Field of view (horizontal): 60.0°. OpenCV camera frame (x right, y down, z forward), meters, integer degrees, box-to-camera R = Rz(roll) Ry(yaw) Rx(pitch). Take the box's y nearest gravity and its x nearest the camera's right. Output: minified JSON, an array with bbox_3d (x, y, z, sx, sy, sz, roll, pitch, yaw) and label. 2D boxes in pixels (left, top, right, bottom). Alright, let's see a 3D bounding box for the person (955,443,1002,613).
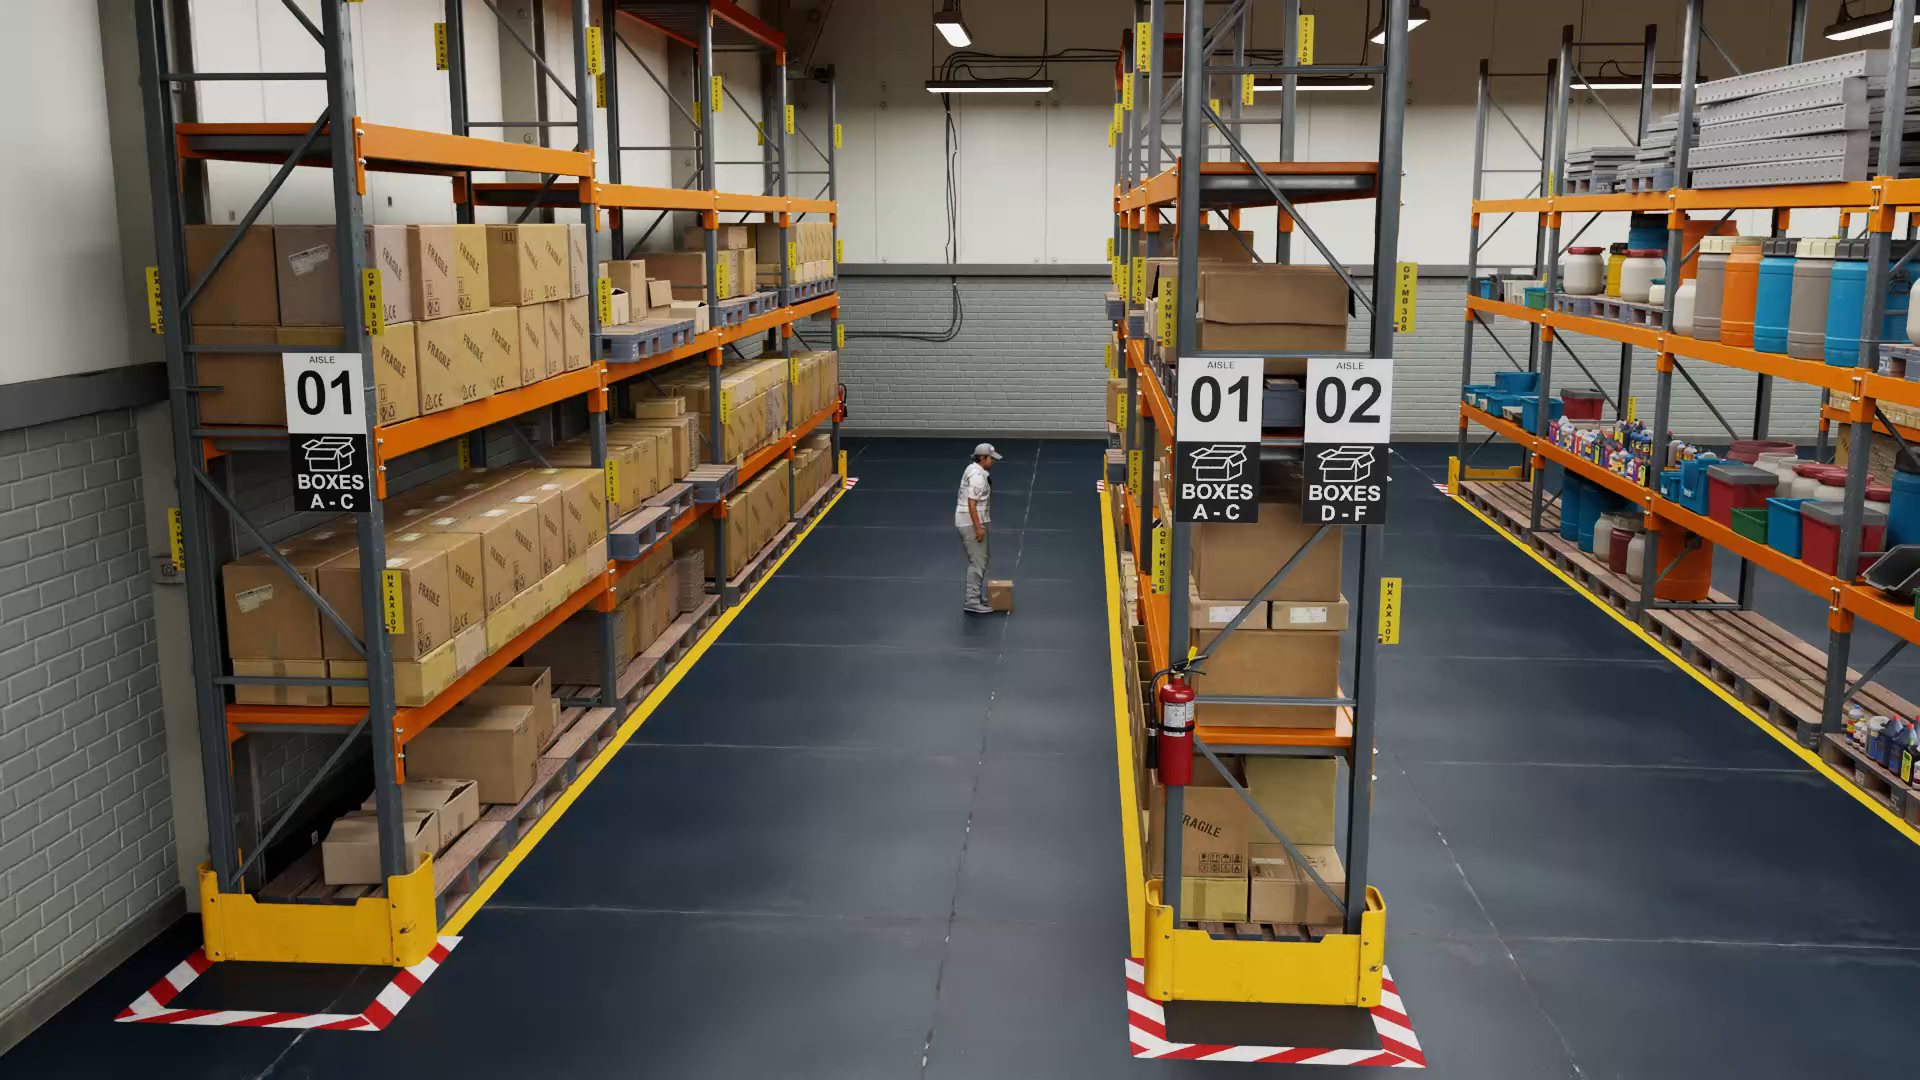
[{"bbox_3d":[0.187,-0.137,16.627,0.473,1.666,0.550,1,11,3],"label":"person"}]
